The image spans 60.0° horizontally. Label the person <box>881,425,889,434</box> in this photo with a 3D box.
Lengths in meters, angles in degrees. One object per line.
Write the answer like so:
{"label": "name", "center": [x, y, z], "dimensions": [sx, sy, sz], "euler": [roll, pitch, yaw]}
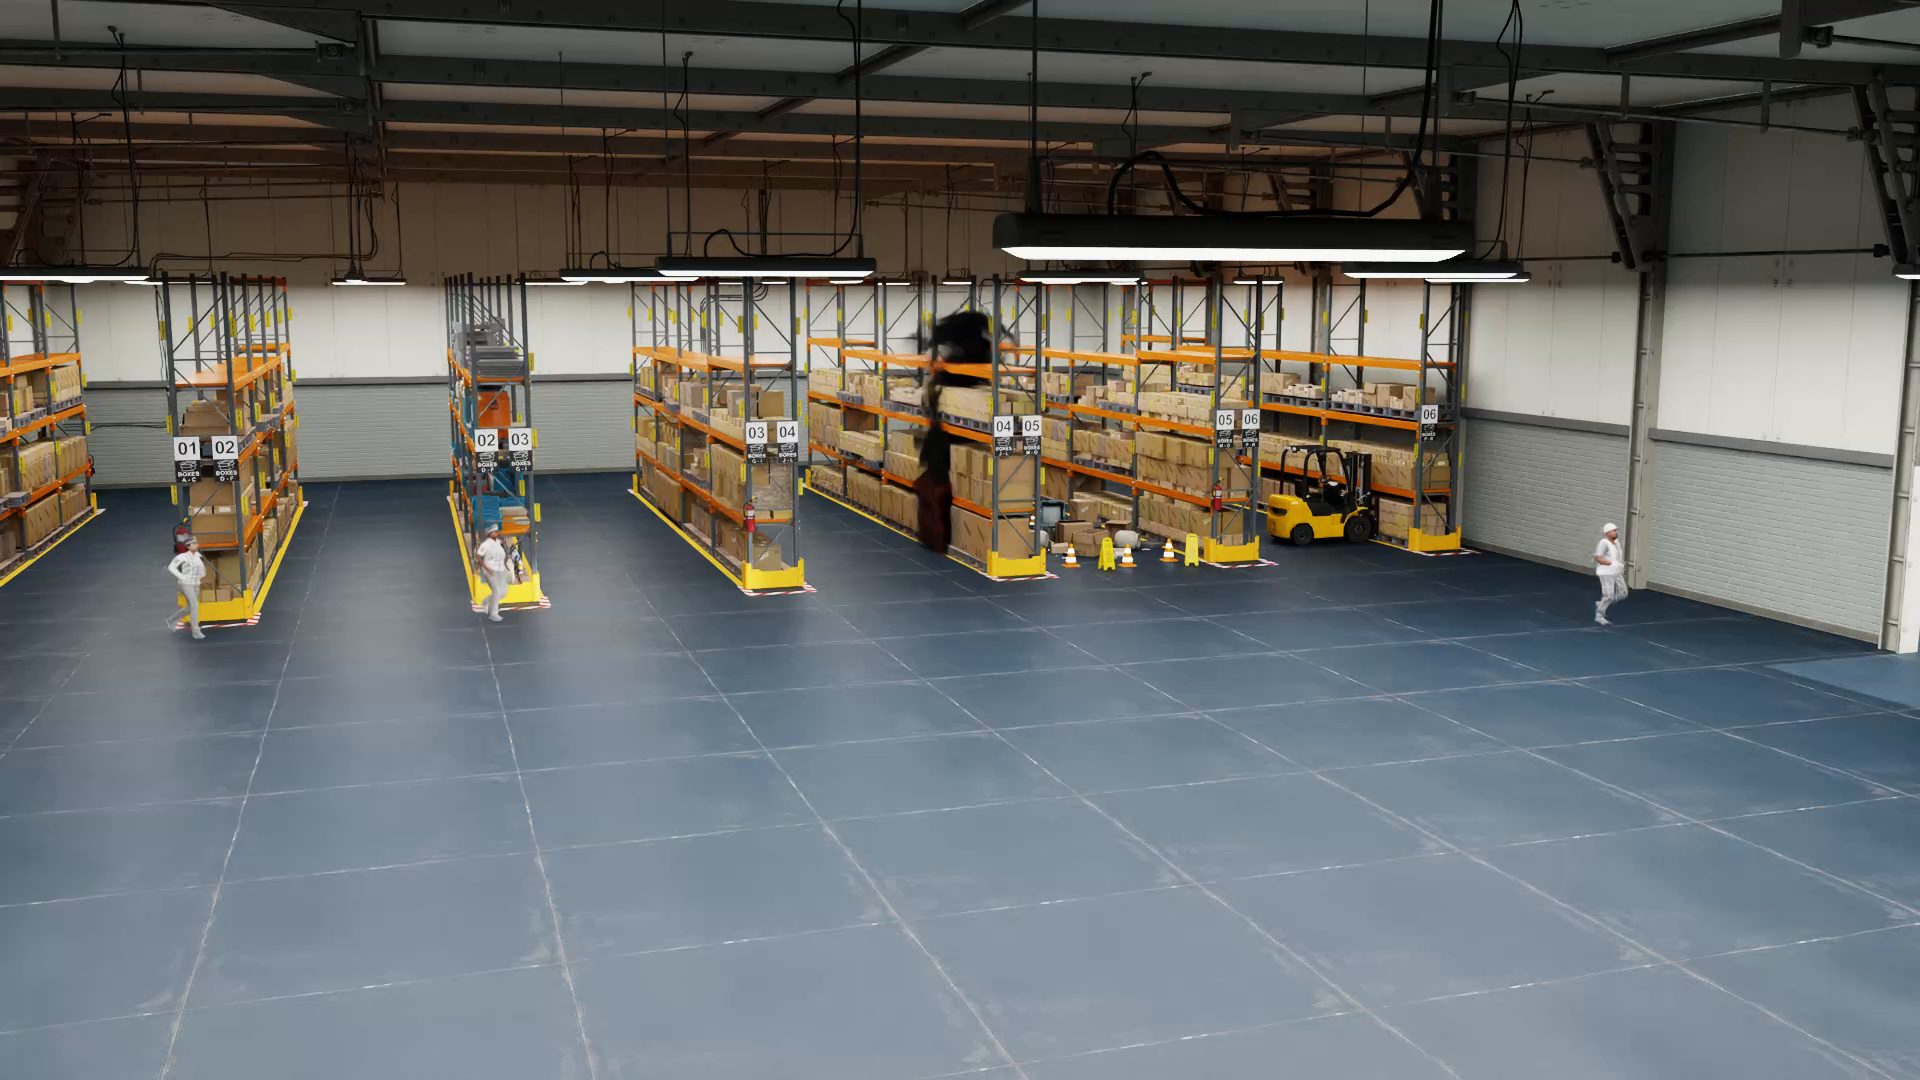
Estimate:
{"label": "person", "center": [-2.235, -2.467, 48.257], "dimensions": [0.717, 1.758, 1.077], "euler": [-4, 9, -23]}

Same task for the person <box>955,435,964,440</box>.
{"label": "person", "center": [0.046, -2.781, 51.294], "dimensions": [0.664, 1.603, 0.657], "euler": [-1, 9, -10]}

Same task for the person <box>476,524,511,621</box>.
{"label": "person", "center": [-8.126, 0.555, 29.034], "dimensions": [0.492, 1.669, 0.618], "euler": [5, 10, 29]}

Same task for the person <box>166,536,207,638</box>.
{"label": "person", "center": [-12.802, 0.770, 27.627], "dimensions": [0.827, 1.702, 0.654], "euler": [3, 9, 18]}

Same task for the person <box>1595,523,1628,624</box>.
{"label": "person", "center": [11.144, 0.580, 28.443], "dimensions": [0.740, 1.747, 0.572], "euler": [-8, 11, -41]}
